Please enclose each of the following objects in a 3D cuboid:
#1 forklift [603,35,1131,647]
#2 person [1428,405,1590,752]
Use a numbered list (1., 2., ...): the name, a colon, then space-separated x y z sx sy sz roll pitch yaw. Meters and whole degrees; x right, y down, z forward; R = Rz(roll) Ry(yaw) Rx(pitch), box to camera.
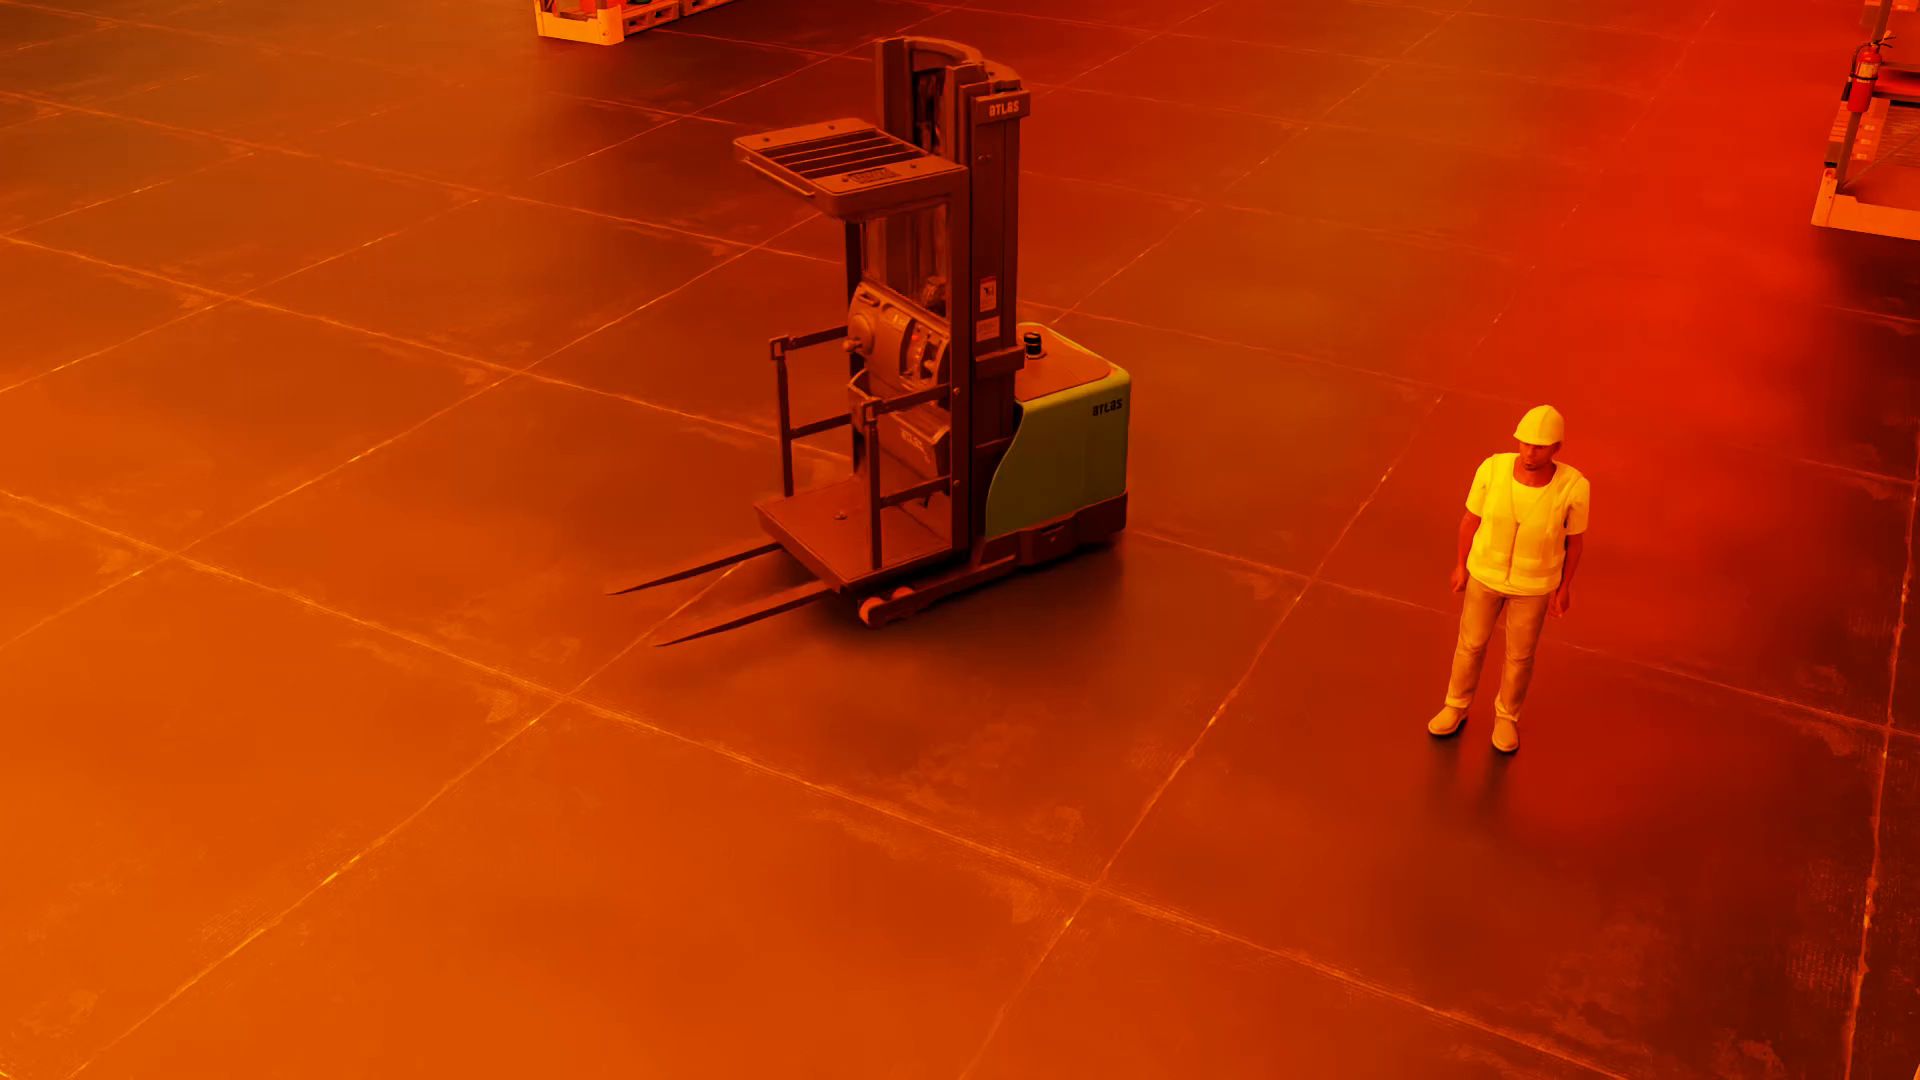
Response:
1. forklift: -0.511 -1.086 8.953 3.031 2.935 1.130 -19 35 -29
2. person: 2.624 0.187 7.911 0.557 1.771 0.373 14 33 22
